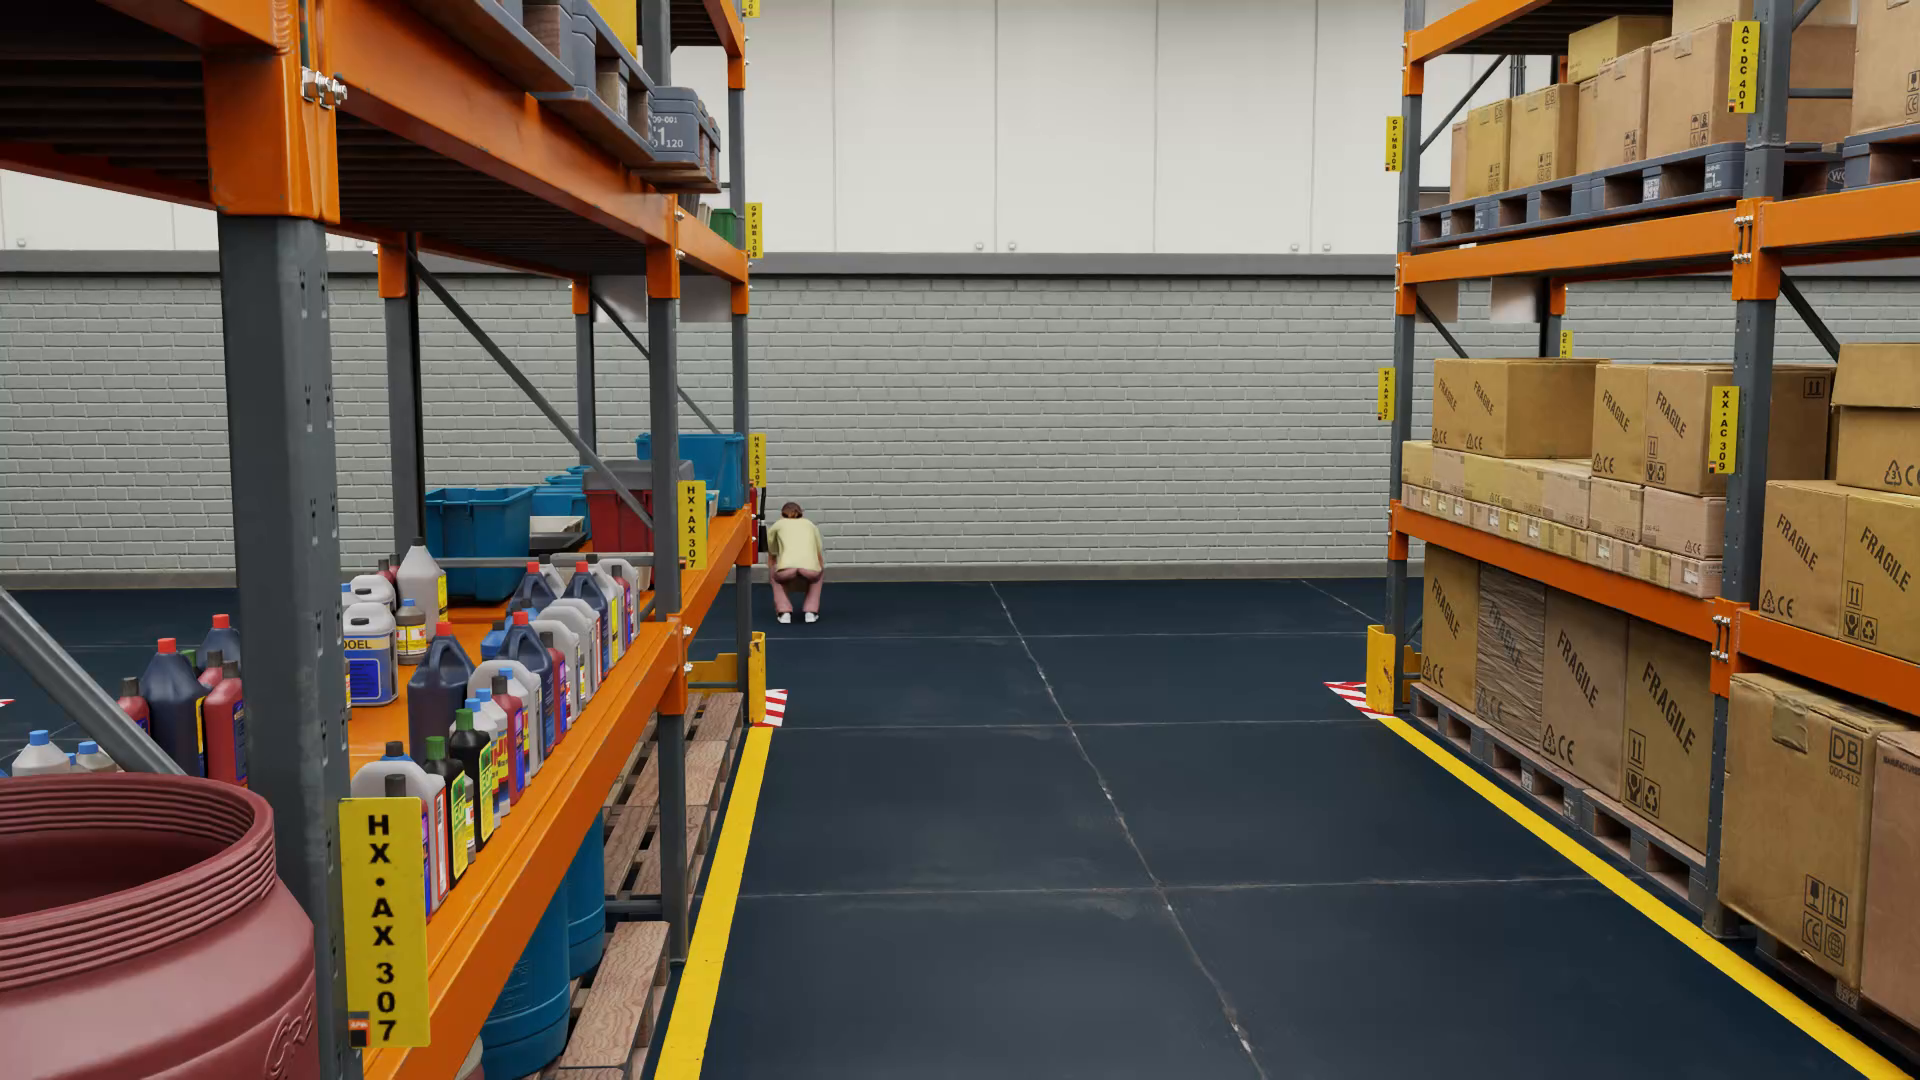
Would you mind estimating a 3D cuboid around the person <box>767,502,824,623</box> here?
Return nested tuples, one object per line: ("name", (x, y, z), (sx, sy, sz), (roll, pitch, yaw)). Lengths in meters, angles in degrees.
("person", (-1.365, 0.187, 13.721), (0.484, 0.954, 0.779), (0, 7, -4))
